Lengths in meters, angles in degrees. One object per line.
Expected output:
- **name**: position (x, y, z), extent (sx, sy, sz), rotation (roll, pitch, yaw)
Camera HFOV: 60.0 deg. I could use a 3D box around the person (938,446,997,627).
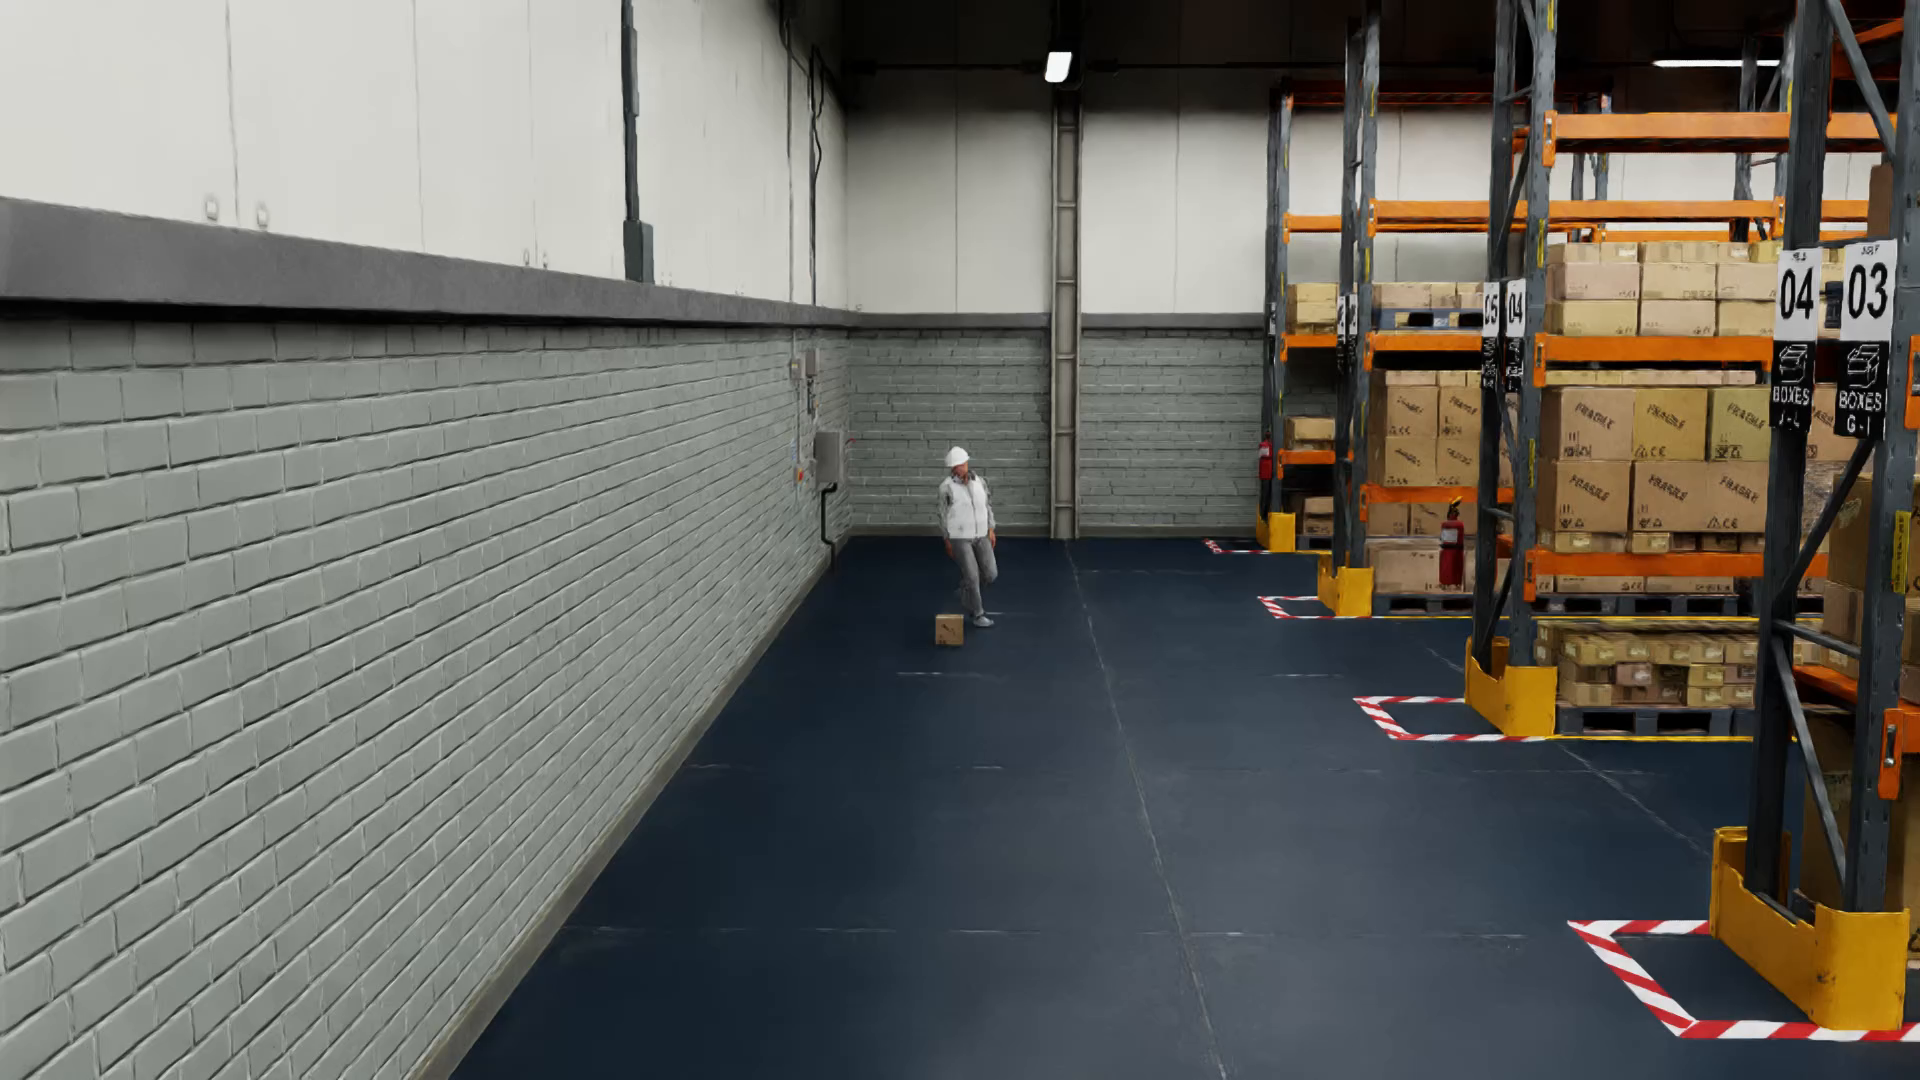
- **person**: position (0.045, -0.038, 16.079), extent (0.585, 1.749, 0.661), rotation (-5, 8, -32)
